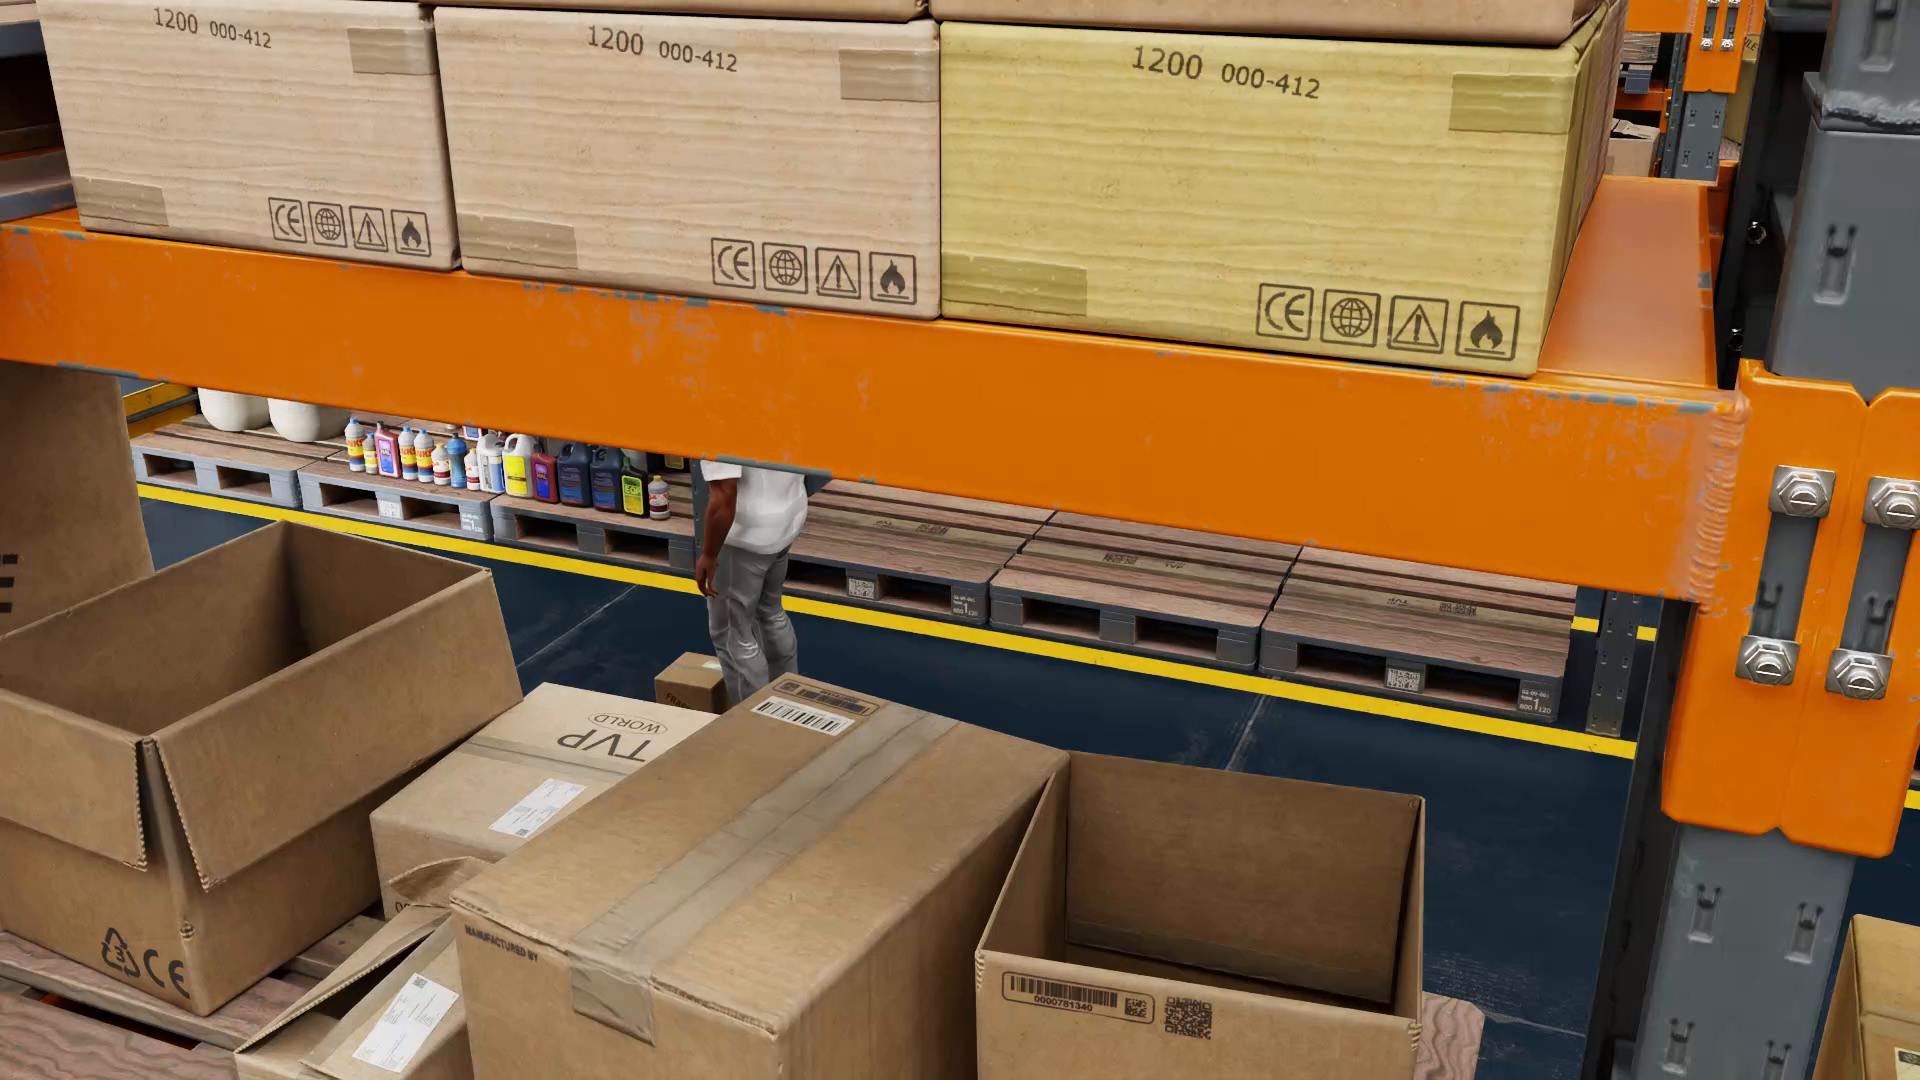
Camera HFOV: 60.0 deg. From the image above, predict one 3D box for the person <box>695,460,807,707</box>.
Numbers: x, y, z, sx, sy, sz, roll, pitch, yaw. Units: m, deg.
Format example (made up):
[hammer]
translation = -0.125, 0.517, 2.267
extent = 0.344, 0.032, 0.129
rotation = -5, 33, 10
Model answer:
[person]
translation = -0.812, -0.045, 6.178
extent = 0.461, 1.759, 0.633
rotation = 7, 23, 17
